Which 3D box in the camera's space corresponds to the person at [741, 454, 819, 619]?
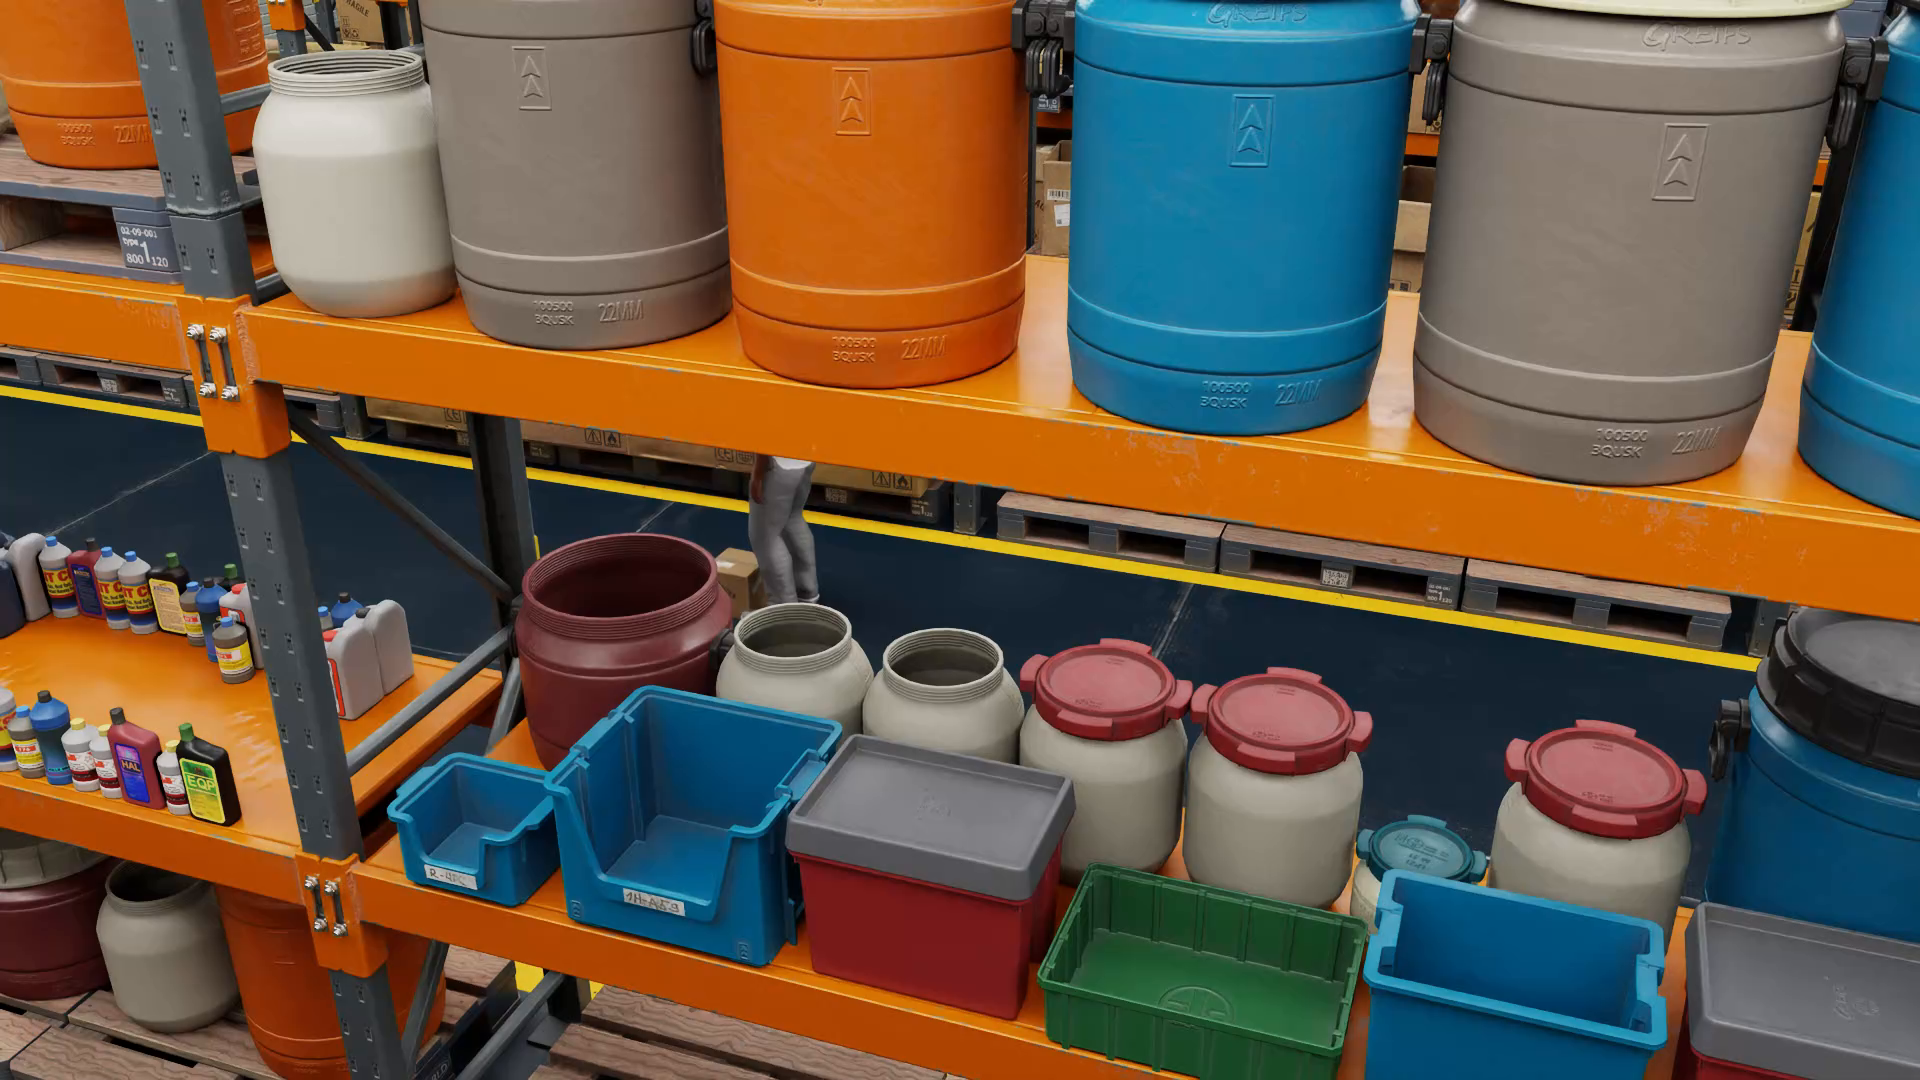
[{"bbox_3d":[-0.868,-0.382,7.903,0.396,1.656,0.513,8,27,15],"label":"person"}]
